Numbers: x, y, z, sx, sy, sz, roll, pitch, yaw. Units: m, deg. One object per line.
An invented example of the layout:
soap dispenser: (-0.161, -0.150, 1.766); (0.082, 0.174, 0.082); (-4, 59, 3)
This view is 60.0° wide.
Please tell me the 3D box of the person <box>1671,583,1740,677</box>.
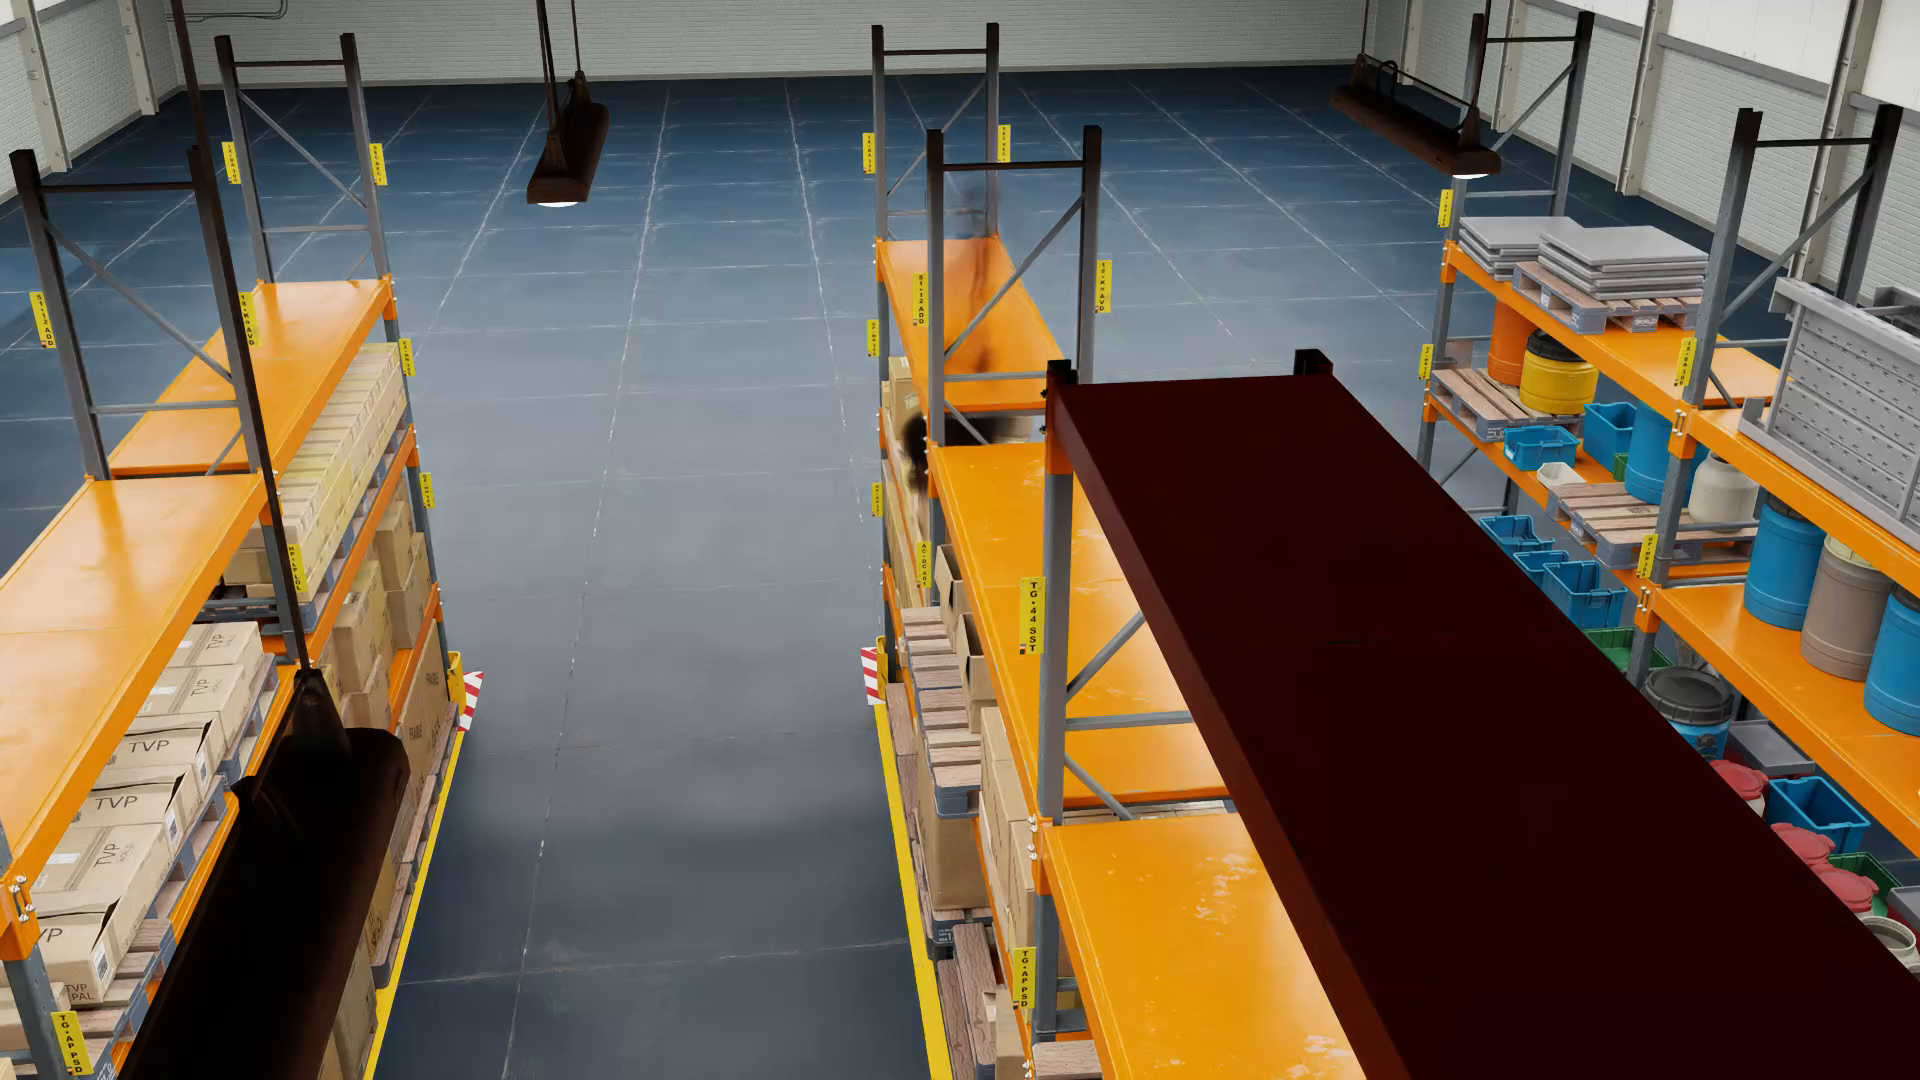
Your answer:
person: (6.789, 0.636, 15.264); (0.613, 1.716, 0.757); (-19, 31, -34)
